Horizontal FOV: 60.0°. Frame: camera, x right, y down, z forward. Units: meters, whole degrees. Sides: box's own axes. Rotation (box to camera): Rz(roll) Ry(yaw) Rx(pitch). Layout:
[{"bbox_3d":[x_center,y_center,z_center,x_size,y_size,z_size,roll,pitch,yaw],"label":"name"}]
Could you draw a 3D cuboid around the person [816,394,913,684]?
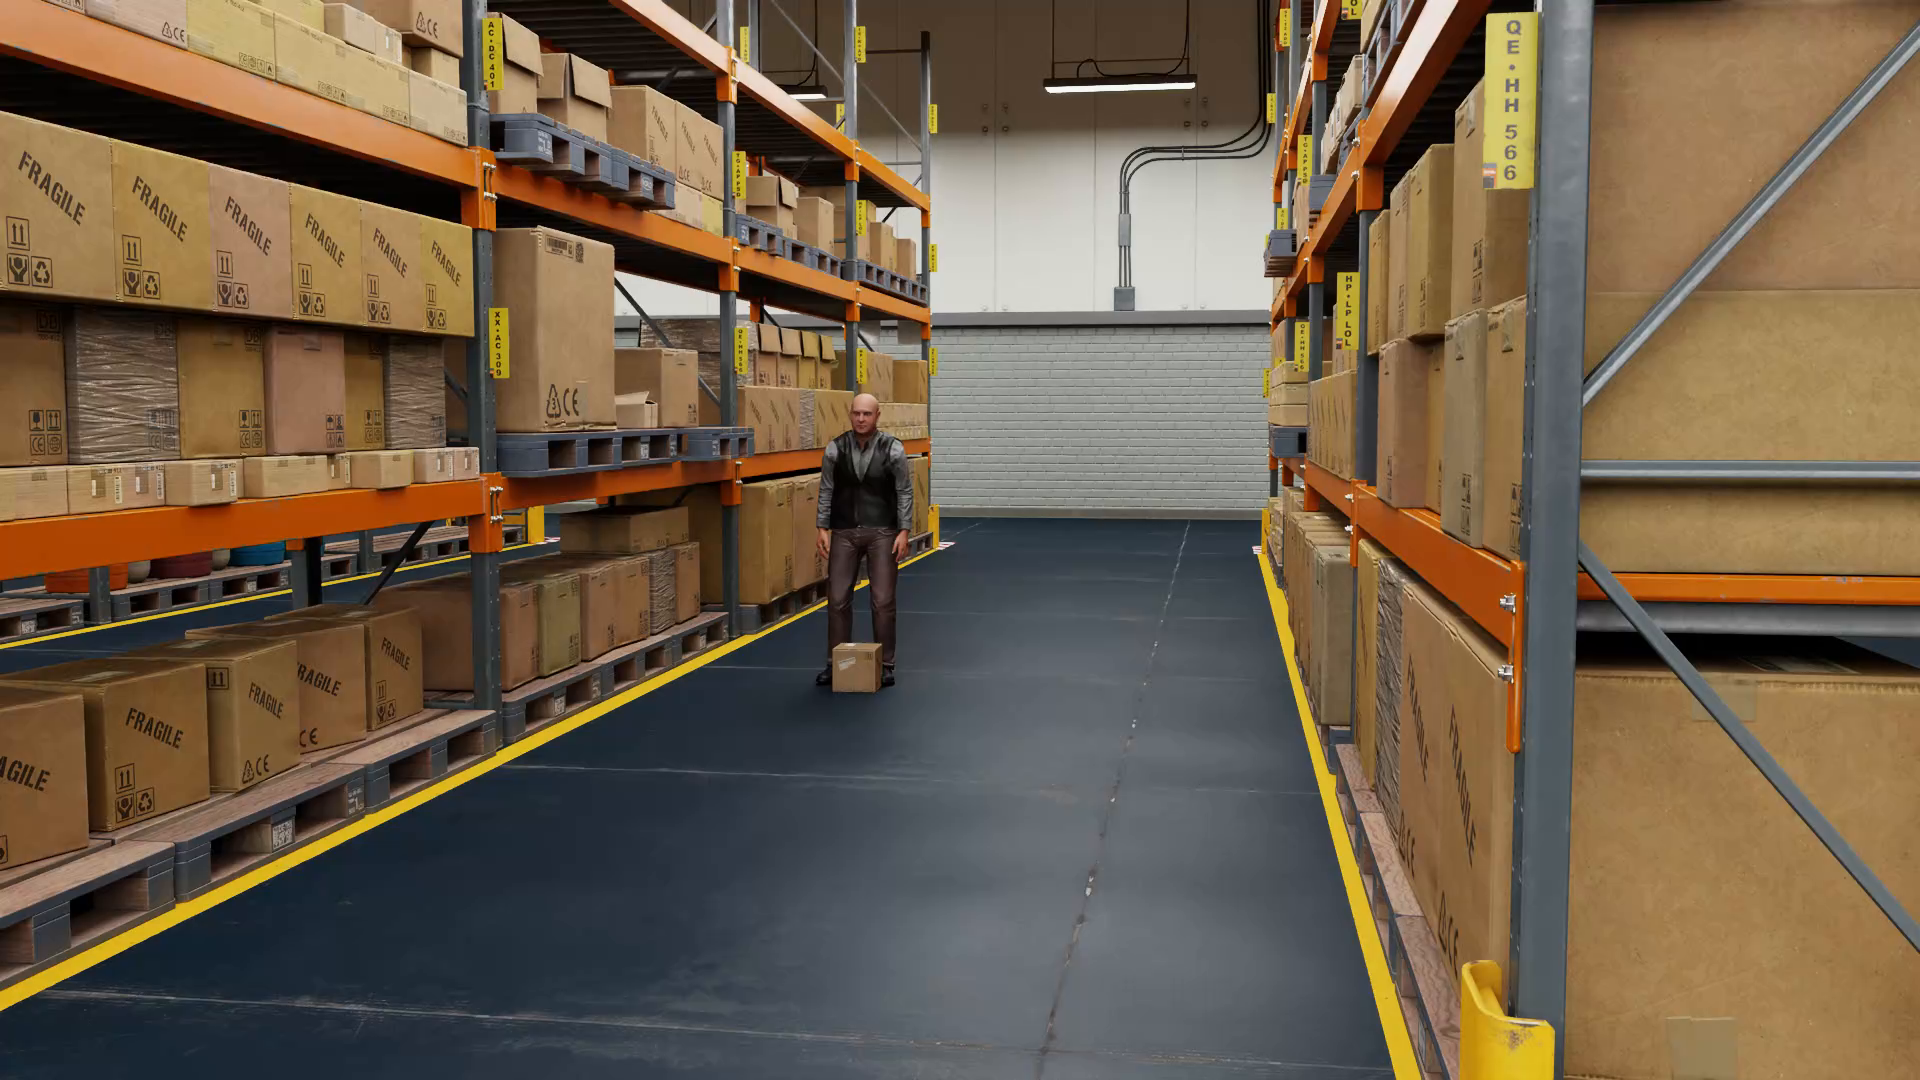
[{"bbox_3d":[-0.569,-0.011,9.930,0.579,1.720,0.420,1,4,8],"label":"person"}]
